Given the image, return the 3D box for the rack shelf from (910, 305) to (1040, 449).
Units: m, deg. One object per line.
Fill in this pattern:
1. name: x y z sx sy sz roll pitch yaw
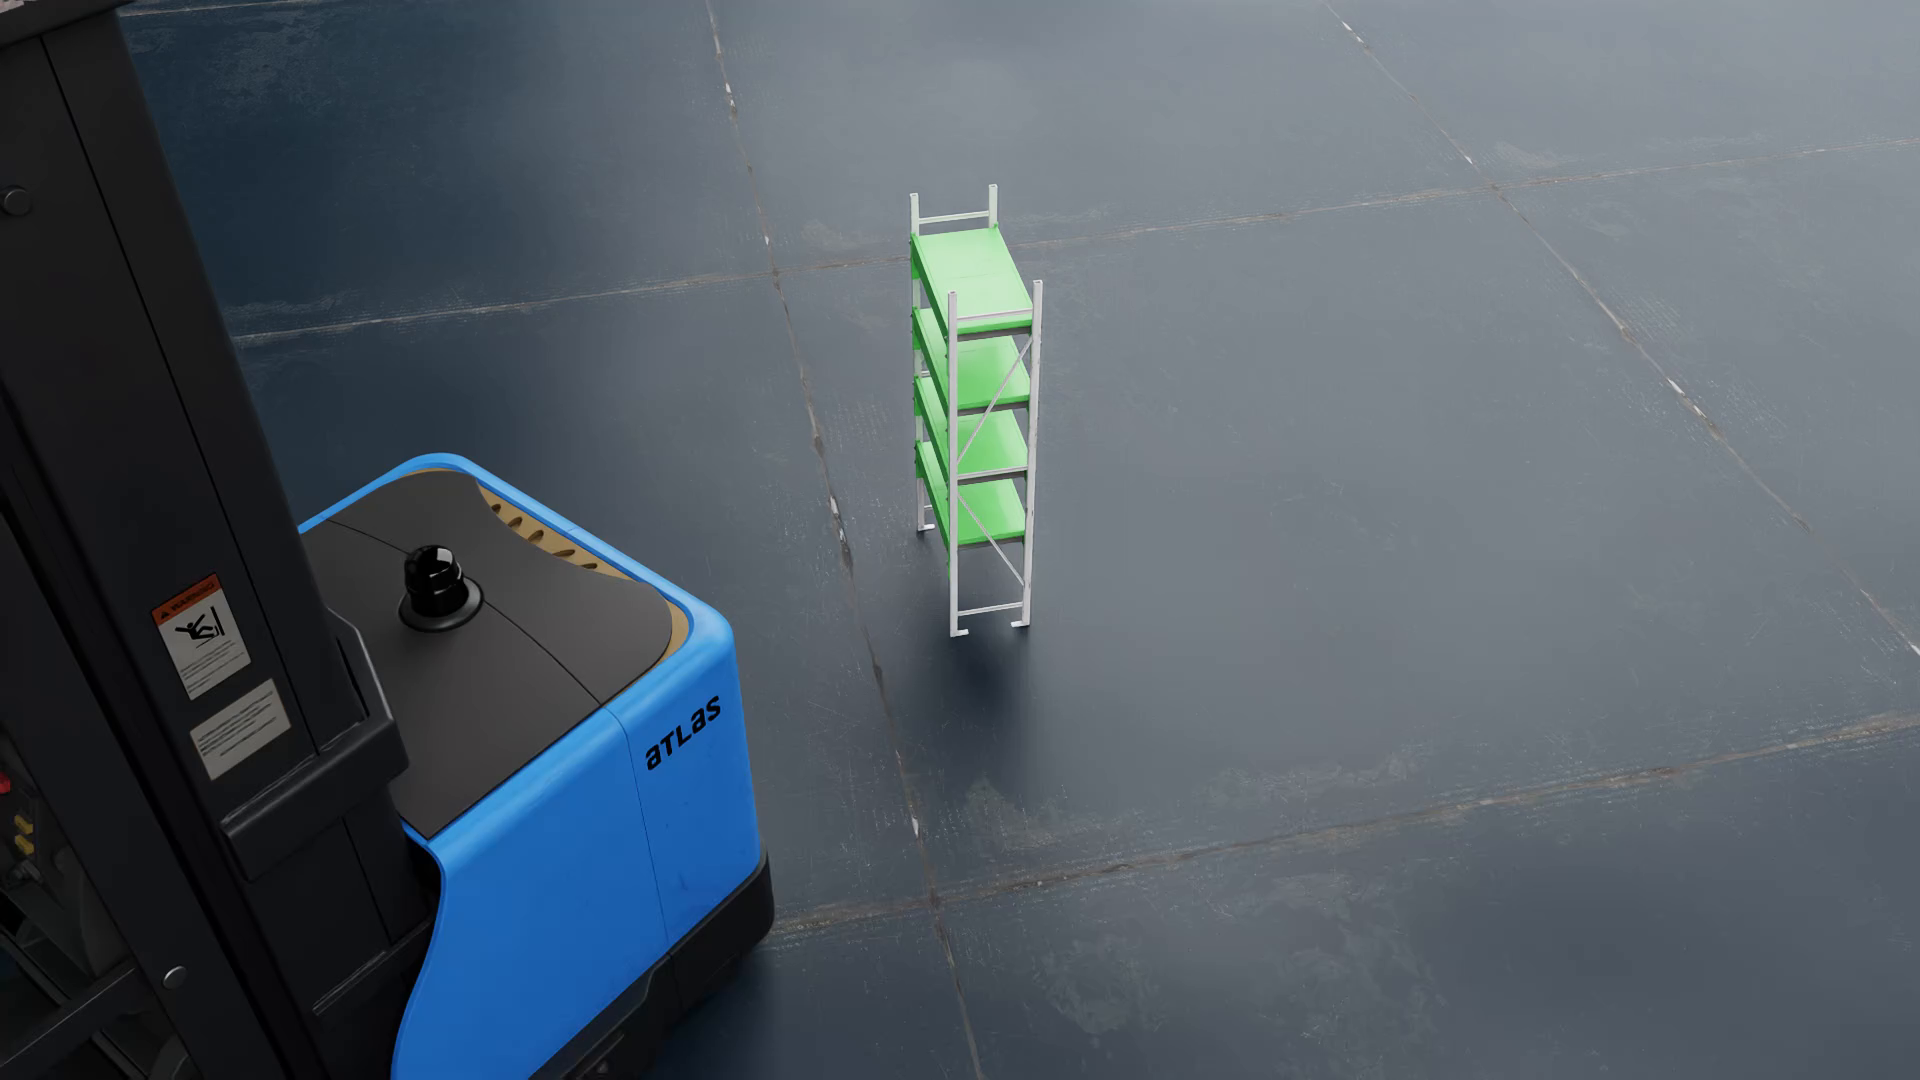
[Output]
1. rack shelf: 0.036 -0.473 4.614 0.258 0.148 0.480 -8 42 -9

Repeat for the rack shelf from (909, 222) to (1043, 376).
1. rack shelf: 0.036 -0.653 4.455 0.258 0.148 0.480 -8 42 -9

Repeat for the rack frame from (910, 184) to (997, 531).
1. rack frame: -0.017 -0.500 4.909 0.240 1.200 0.015 -8 42 -9

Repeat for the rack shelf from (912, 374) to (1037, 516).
1. rack shelf: 0.036 -0.294 4.773 0.258 0.148 0.480 -8 42 -9

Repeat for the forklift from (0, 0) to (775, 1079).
1. forklift: -1.767 0.442 2.544 1.130 2.935 3.031 28 49 28

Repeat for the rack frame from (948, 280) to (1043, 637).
1. rack frame: 0.088 -0.183 4.553 0.240 1.200 0.015 -8 42 -9

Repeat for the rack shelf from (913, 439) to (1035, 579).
1. rack shelf: 0.036 -0.114 4.933 0.258 0.148 0.480 -8 42 -9

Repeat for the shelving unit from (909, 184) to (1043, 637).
1. shelving unit: 0.036 -0.341 4.731 0.258 1.200 0.503 -8 42 -9
